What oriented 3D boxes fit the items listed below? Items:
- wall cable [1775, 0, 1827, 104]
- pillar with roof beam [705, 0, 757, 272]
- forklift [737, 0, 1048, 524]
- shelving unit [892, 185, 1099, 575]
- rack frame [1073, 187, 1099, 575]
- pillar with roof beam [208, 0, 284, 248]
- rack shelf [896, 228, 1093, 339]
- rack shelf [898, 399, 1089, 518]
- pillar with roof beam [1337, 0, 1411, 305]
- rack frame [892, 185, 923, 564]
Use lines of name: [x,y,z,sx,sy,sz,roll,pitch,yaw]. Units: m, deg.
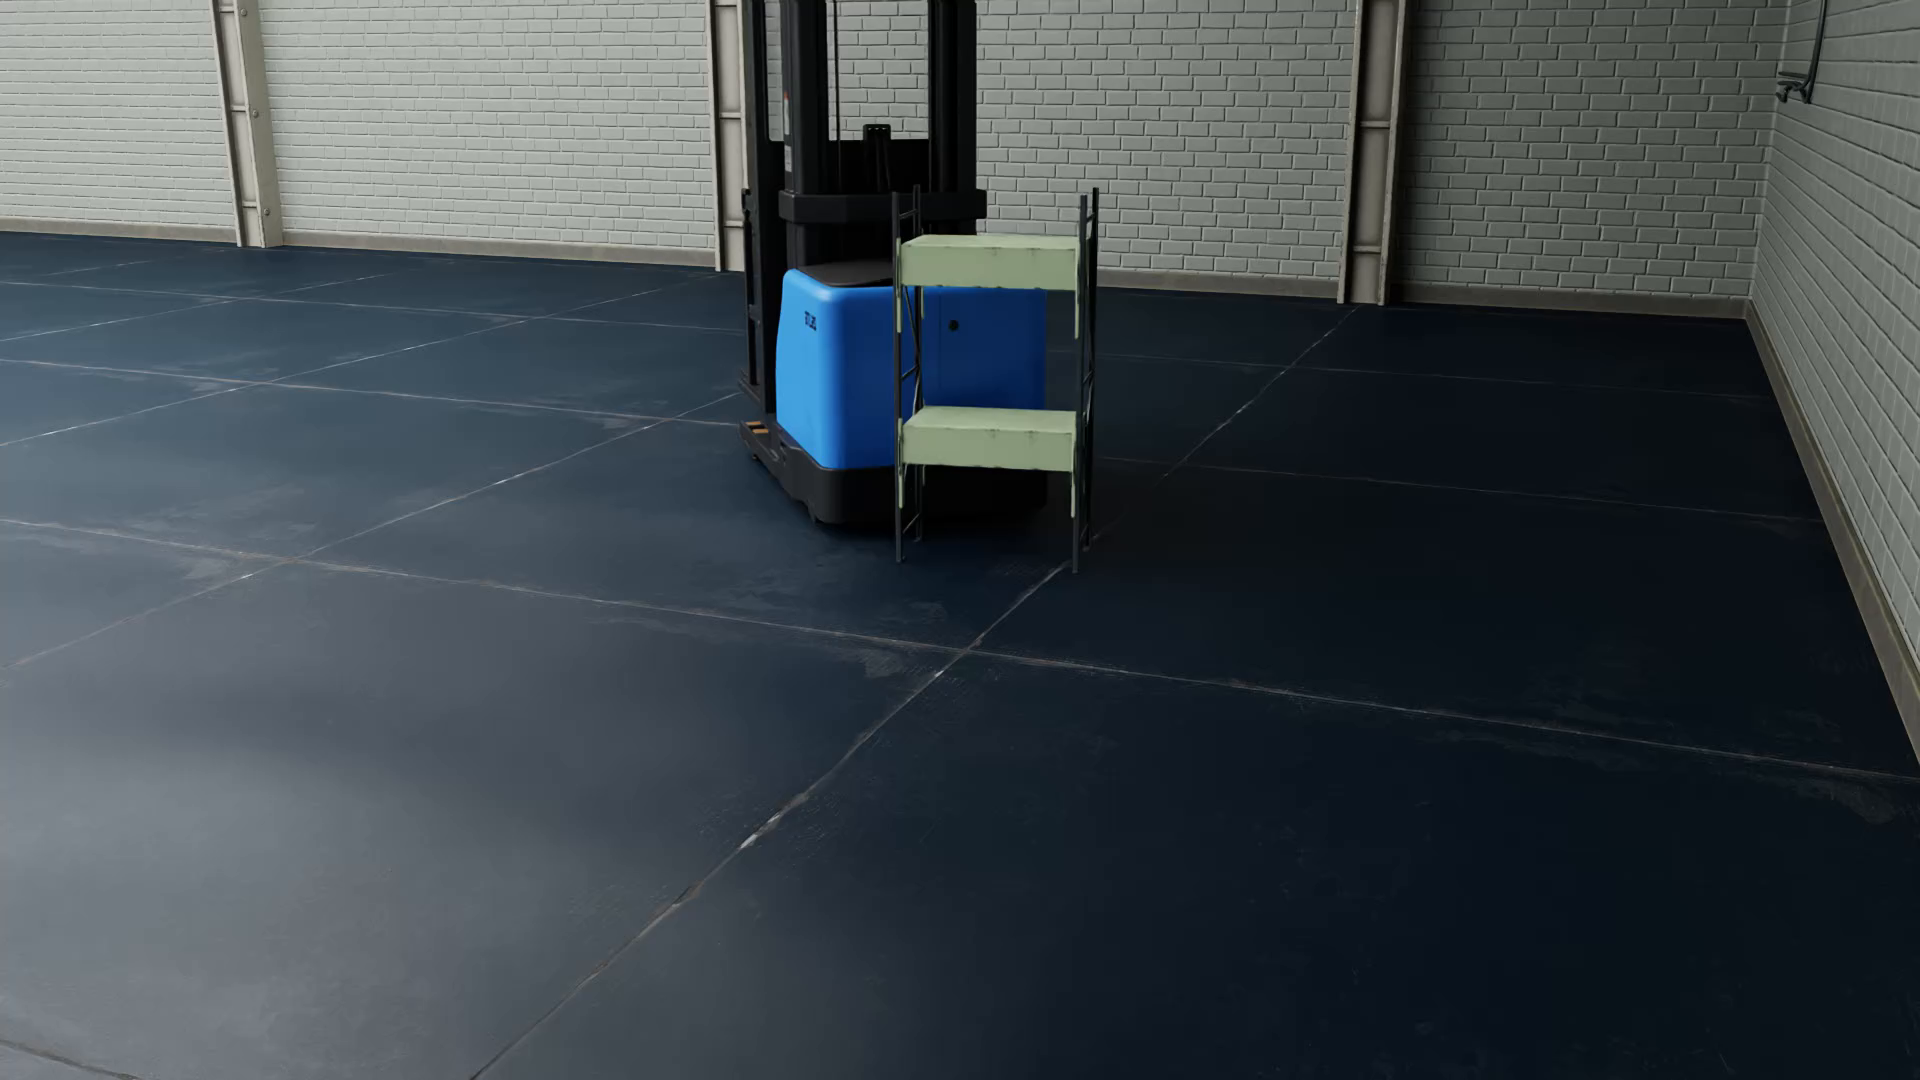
wall cable: [5.692,-4.215,11.121,0.112,2.526,3.097,6,17,21]
pillar with roof beam: [-3.724,-5.848,11.176,0.400,9.000,9.100,6,17,21]
forklift: [-0.531,-1.845,8.271,1.130,2.935,3.031,-5,17,-17]
shelving unit: [0.147,-0.657,6.746,0.755,1.500,0.431,3,17,11]
rack frame: [0.505,-0.636,6.674,0.023,1.500,0.400,3,17,11]
pillar with roof beam: [-9.306,-6.461,13.290,0.400,9.000,9.100,6,17,21]
rack shelf: [0.147,-1.031,6.637,0.720,0.370,0.431,3,17,11]
rack shelf: [0.147,-0.344,6.836,0.720,0.370,0.431,3,17,11]
pillar with roof beam: [1.857,-5.234,9.062,0.400,9.000,9.100,6,17,21]
rack frame: [-0.212,-0.677,6.817,0.023,1.500,0.400,3,17,11]
